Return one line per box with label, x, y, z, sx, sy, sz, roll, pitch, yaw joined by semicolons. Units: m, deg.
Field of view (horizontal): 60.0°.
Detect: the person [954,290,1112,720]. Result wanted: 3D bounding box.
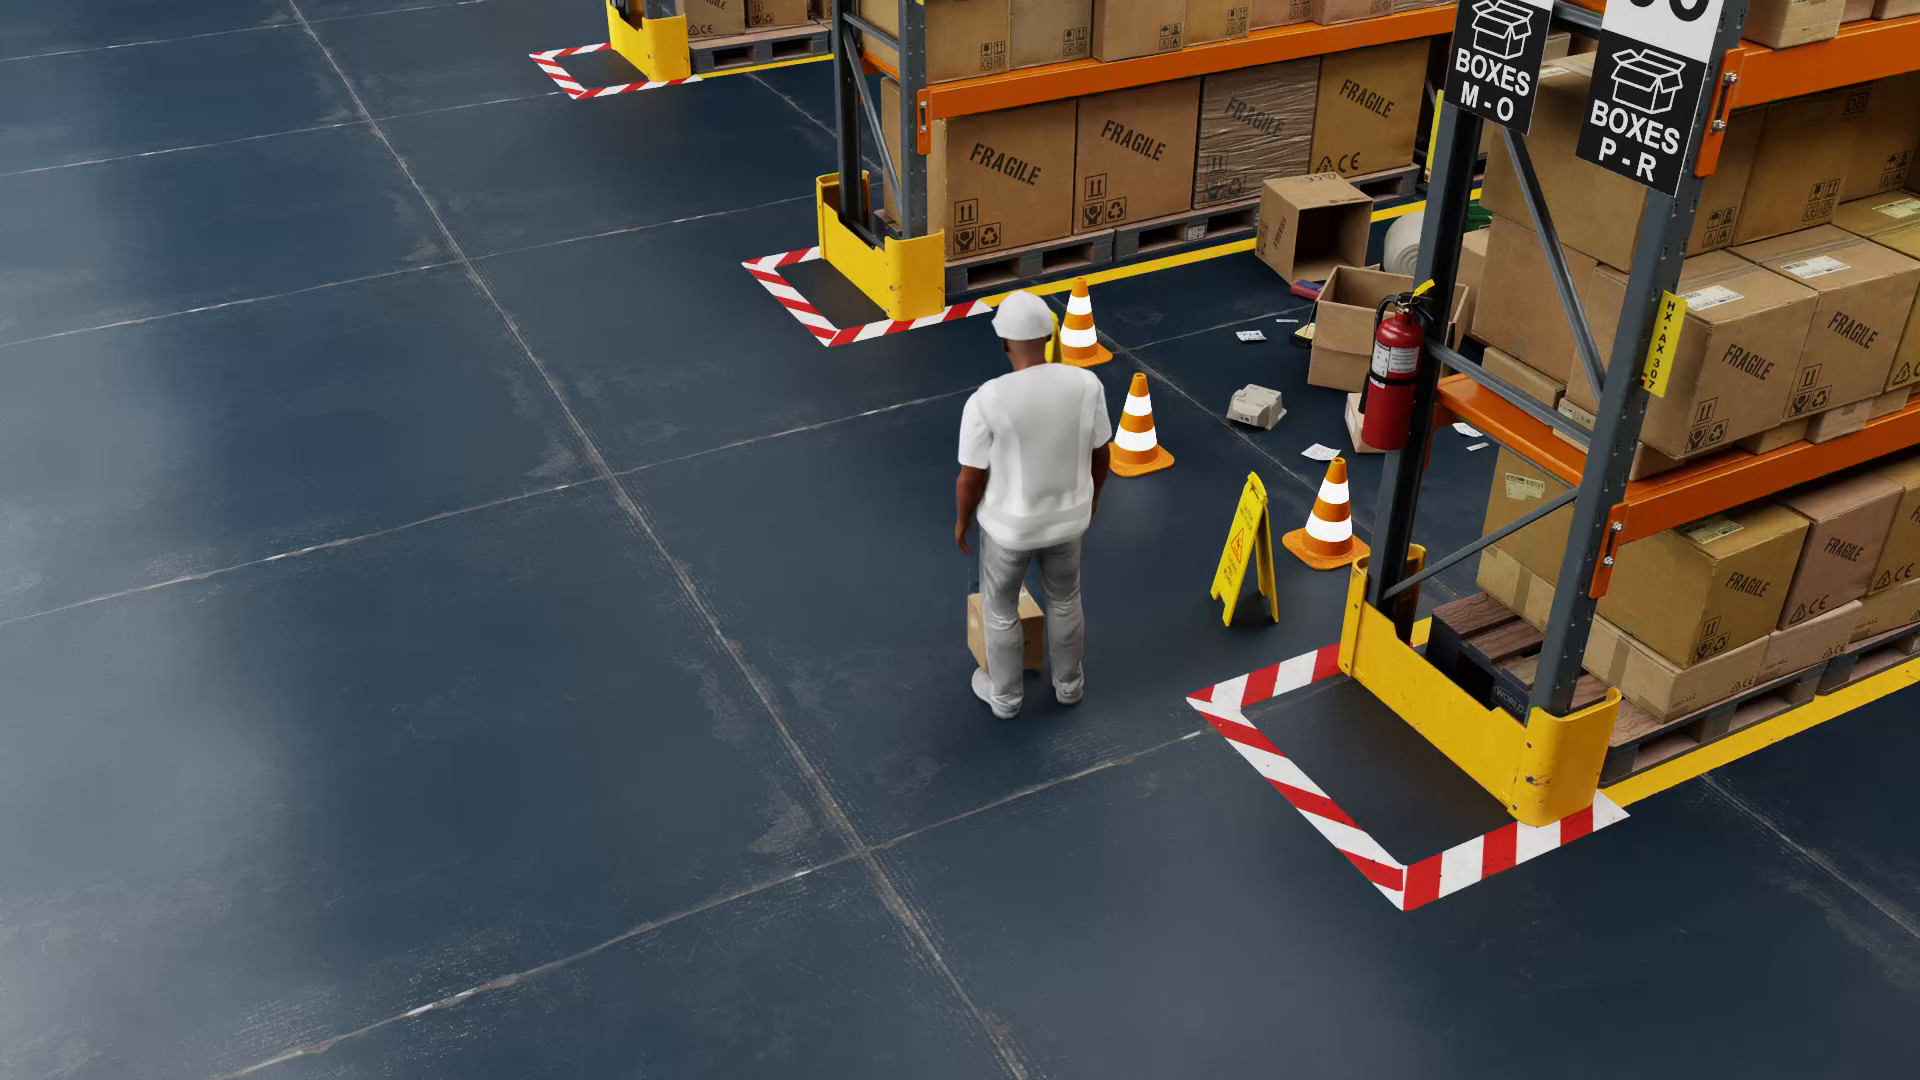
person;0.264;-0.101;6.278;0.607;1.762;0.449;-10;34;-15
